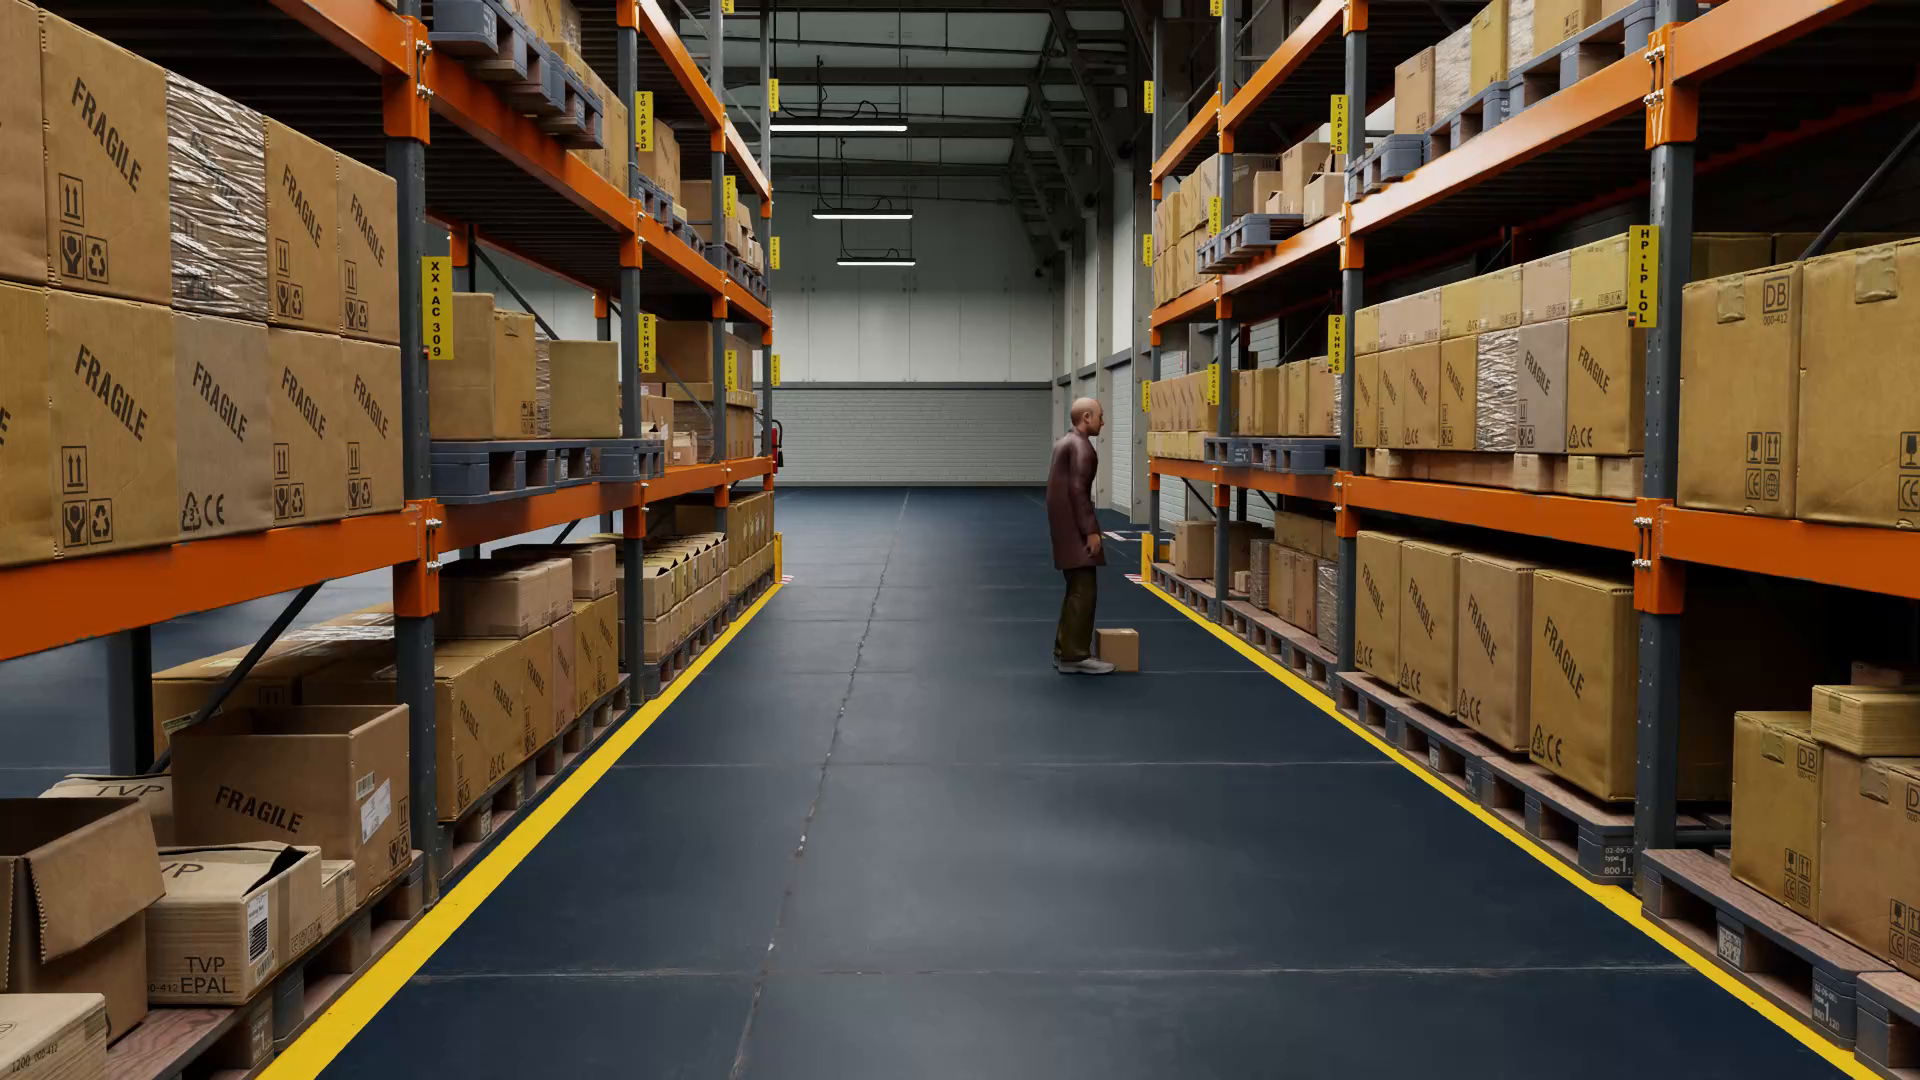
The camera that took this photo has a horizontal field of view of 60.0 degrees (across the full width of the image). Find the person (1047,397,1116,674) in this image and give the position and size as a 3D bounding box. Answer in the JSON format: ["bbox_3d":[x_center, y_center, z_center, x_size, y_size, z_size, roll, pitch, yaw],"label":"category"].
[{"bbox_3d":[0.777,-0.041,10.836,0.419,1.774,0.655,0,4,-4],"label":"person"}]
